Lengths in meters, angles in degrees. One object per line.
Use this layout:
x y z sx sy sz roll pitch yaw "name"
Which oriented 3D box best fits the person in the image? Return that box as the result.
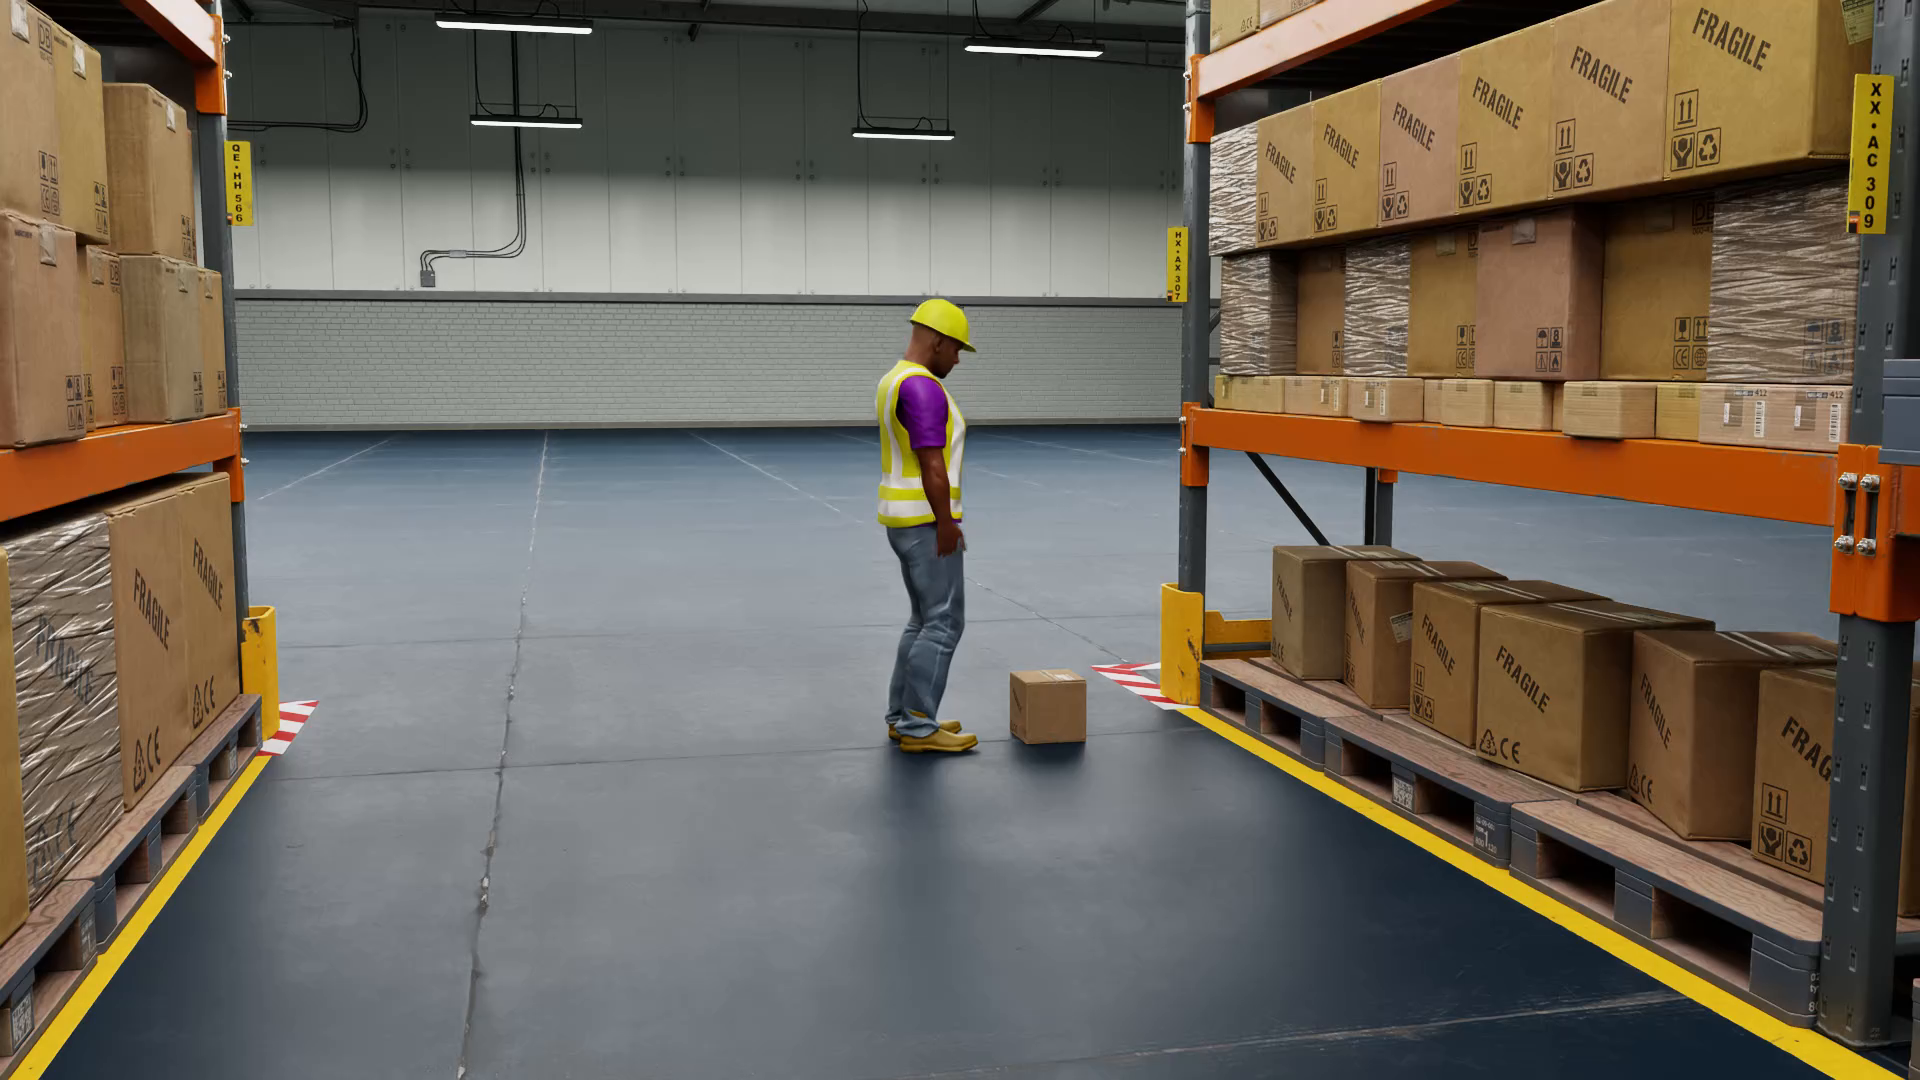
-0.126 -0.065 6.536 0.390 1.748 0.575 -1 6 -13 "person"
